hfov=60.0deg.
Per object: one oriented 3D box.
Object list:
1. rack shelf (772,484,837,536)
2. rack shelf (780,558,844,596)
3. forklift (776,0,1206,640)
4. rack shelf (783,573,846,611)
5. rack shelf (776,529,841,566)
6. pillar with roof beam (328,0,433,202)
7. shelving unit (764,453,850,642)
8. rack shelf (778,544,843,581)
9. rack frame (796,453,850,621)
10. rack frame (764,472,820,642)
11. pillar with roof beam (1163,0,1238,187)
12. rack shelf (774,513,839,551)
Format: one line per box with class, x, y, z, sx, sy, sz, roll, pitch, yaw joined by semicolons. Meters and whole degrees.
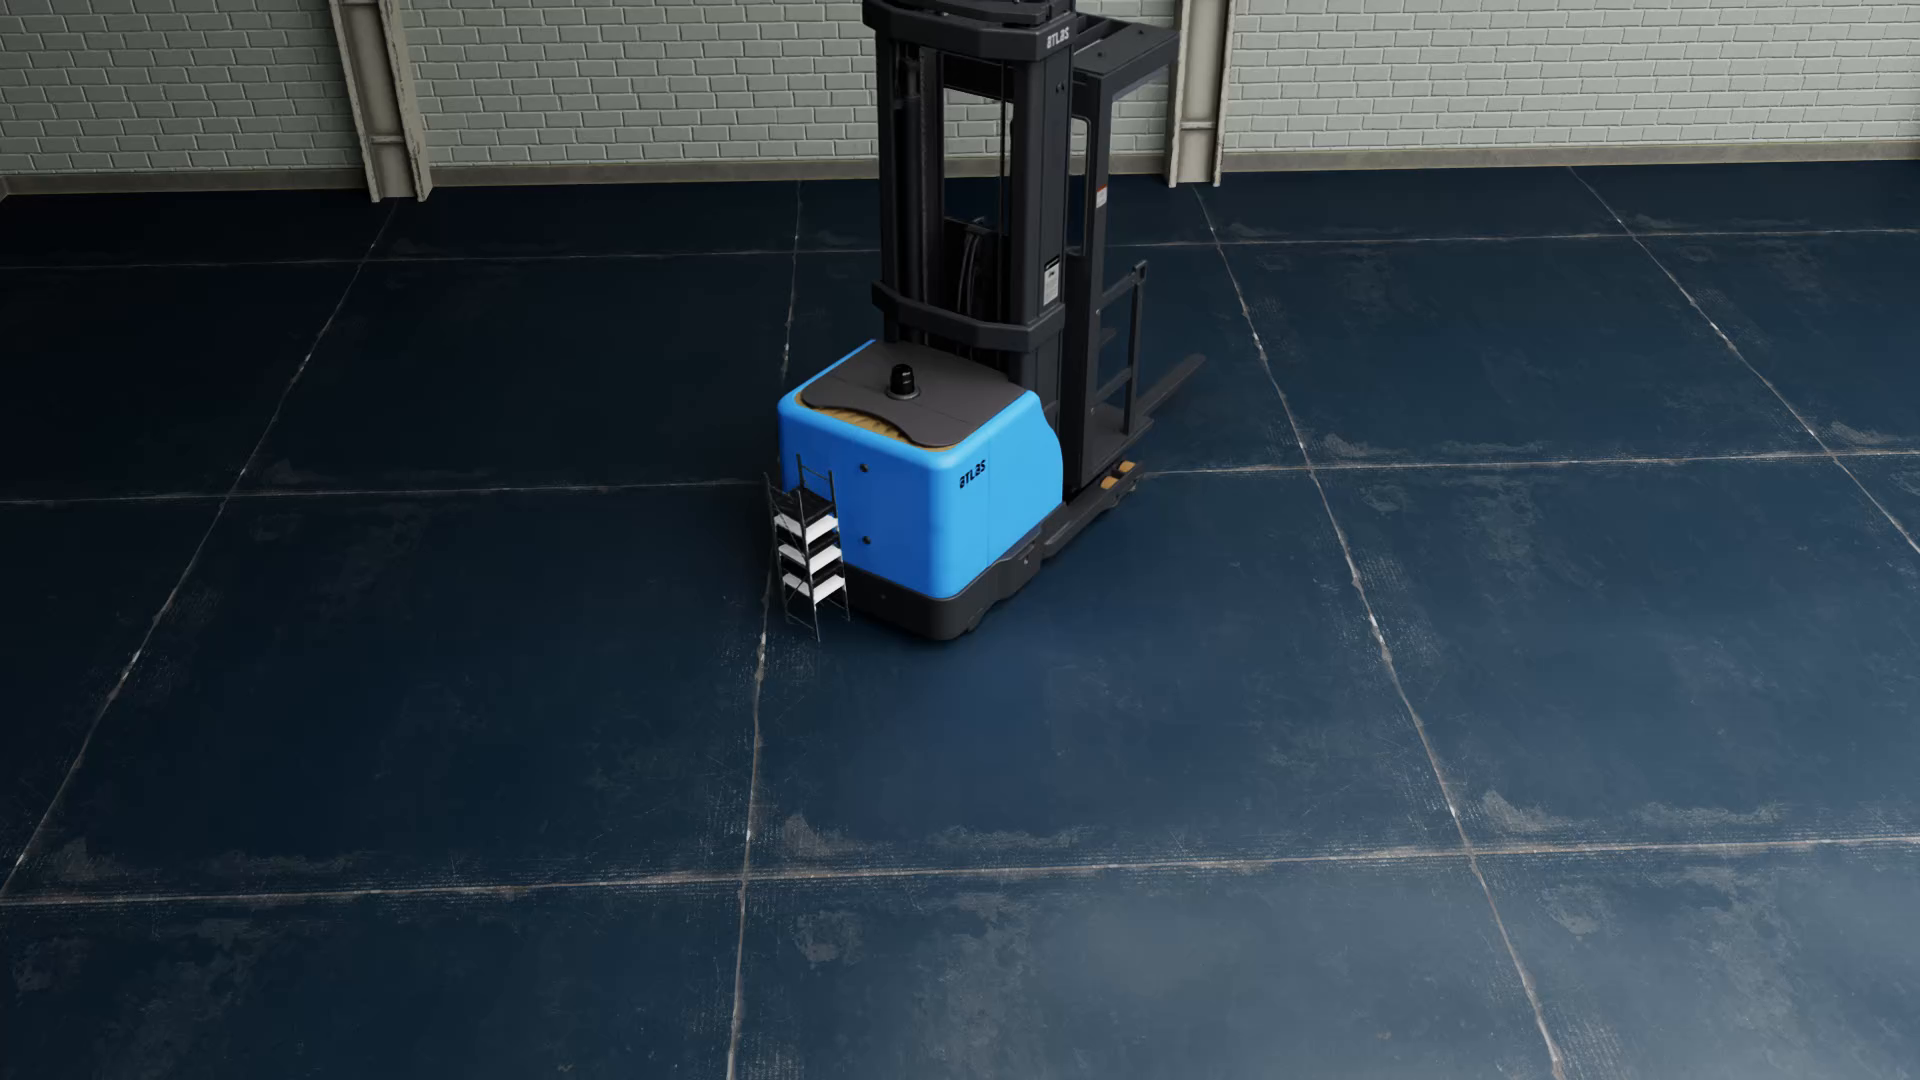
rack shelf;-0.735;-0.143;7.777;0.258;0.077;0.200;28;48;34
rack shelf;-0.718;0.141;7.996;0.258;0.077;0.200;28;48;34
forklift;0.354;-1.521;8.409;1.130;2.935;3.031;21;40;27
rack shelf;-0.713;0.213;8.051;0.258;0.077;0.200;28;48;34
rack shelf;-0.726;-0.001;7.886;0.258;0.077;0.200;28;48;34
pillar with roof beam;-4.010;-3.873;6.475;0.400;9.000;9.100;-2;35;-2
shelving unit;-0.723;0.044;7.921;0.258;0.900;0.210;28;48;34
rack shelf;-0.722;0.070;7.941;0.258;0.077;0.200;28;48;34
rack frame;-0.654;-0.004;7.978;0.240;0.900;0.006;28;48;34
rack frame;-0.793;0.092;7.864;0.240;0.900;0.006;28;48;34
pillar with roof beam;1.983;-4.035;6.709;0.400;9.000;9.100;-2;35;-2
rack shelf;-0.730;-0.072;7.832;0.258;0.077;0.200;28;48;34
